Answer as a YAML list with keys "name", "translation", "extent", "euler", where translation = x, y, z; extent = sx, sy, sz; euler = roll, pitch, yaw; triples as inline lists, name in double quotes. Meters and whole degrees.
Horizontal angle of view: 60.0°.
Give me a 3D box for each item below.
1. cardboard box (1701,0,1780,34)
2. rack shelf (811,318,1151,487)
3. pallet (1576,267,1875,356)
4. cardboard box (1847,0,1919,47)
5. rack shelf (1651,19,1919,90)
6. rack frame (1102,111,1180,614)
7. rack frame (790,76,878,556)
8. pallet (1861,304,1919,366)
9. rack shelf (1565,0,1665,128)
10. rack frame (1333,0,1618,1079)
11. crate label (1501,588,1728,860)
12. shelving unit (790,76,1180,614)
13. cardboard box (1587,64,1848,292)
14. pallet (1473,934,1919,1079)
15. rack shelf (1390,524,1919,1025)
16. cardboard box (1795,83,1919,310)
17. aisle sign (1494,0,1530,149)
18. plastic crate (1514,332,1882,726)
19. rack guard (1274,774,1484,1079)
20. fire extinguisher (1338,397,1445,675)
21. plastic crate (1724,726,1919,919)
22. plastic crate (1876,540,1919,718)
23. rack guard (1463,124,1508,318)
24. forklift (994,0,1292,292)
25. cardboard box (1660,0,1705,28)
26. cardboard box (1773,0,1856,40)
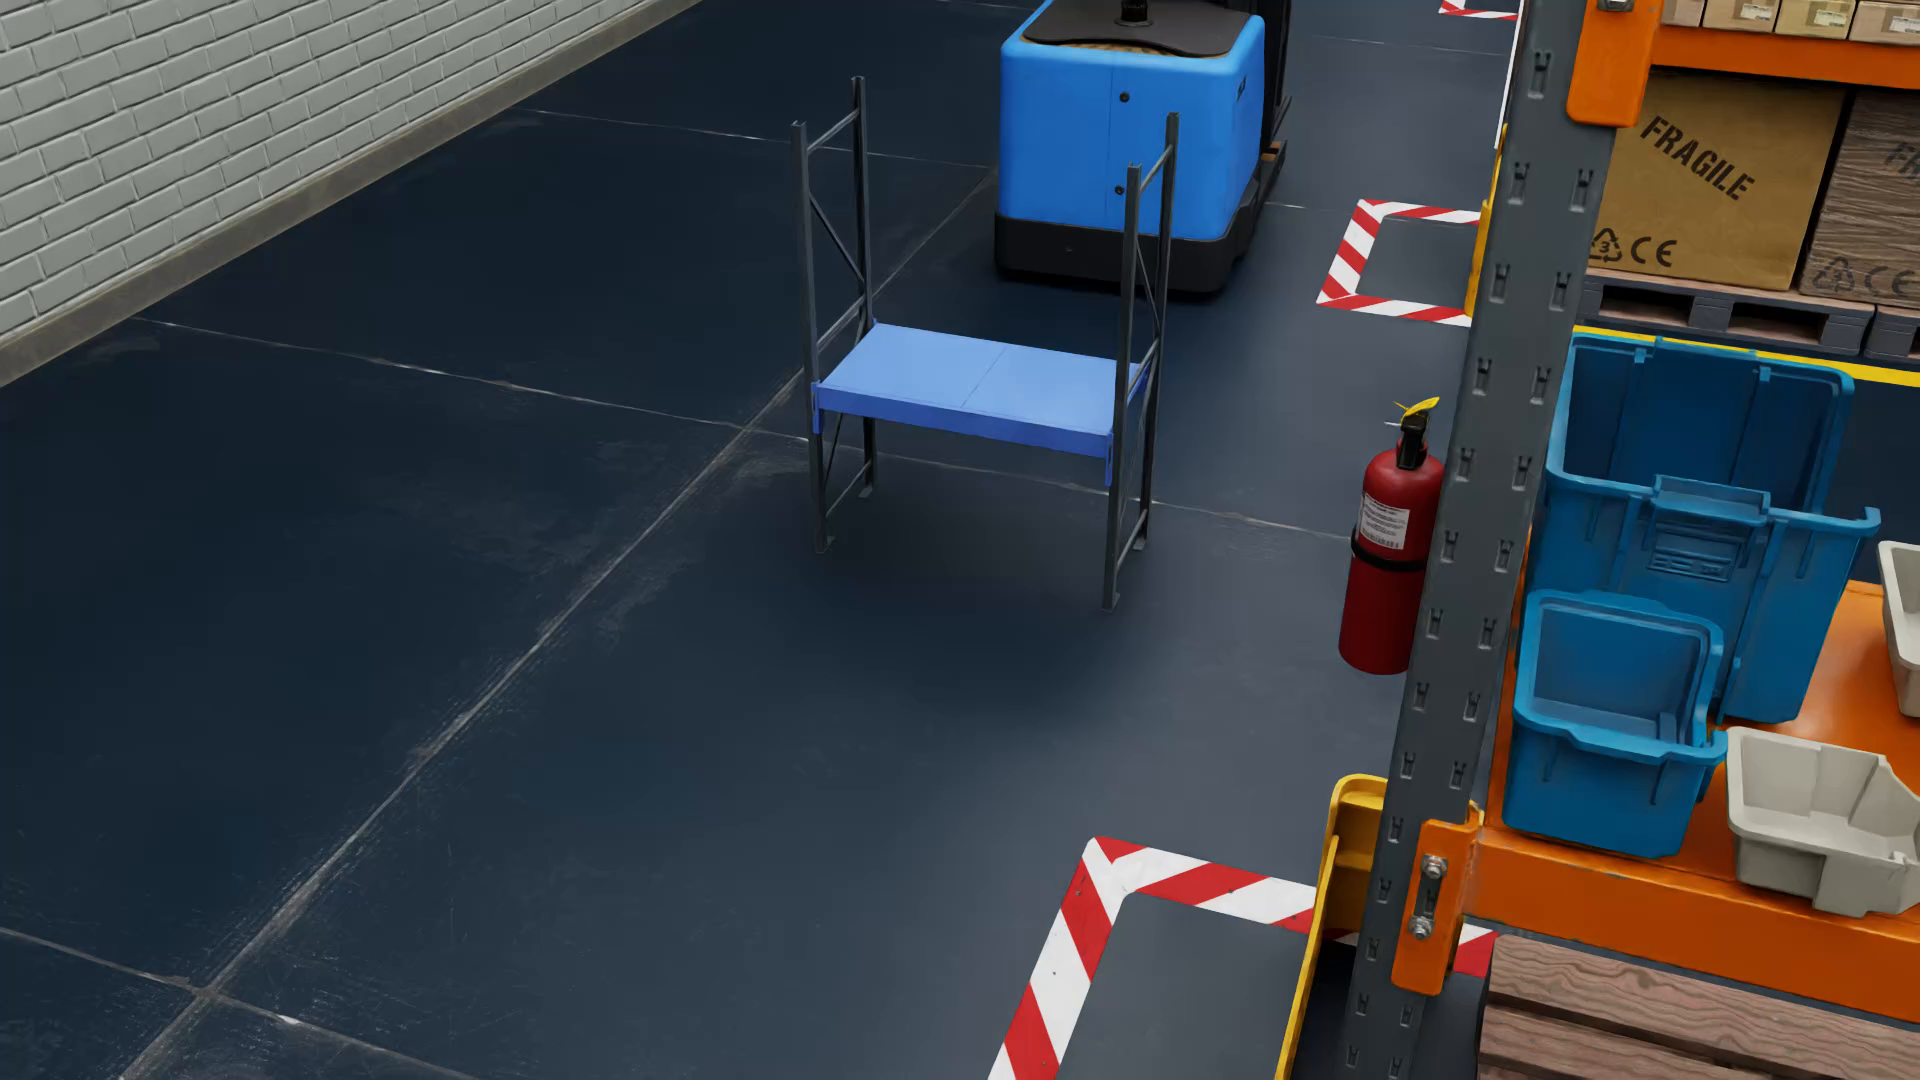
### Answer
- name: "cardboard box"
  translation: [3.037, -2.108, 6.482]
  extent: [0.250, 0.149, 0.380]
  euler: [11, 34, 16]
- name: "rack shelf"
  translation: [0.080, -0.463, 5.417]
  extent: [1.000, 0.185, 0.538]
  euler: [11, 34, 16]
- name: "pallet"
  translation: [3.351, -1.216, 7.438]
  extent: [1.213, 0.211, 1.003]
  euler: [11, 34, 16]
- name: "cardboard box"
  translation: [3.524, -2.015, 6.336]
  extent: [0.250, 0.149, 0.380]
  euler: [10, 34, 16]
- name: "rack shelf"
  translation: [4.454, -1.825, 6.475]
  extent: [4.000, 0.370, 1.077]
  euler: [11, 34, 16]
- name: "rack frame"
  translation: [0.559, -0.521, 5.175]
  extent: [0.032, 1.500, 0.500]
  euler: [11, 34, 16]
- name: "rack frame"
  translation: [-0.398, -0.708, 5.463]
  extent: [0.032, 1.500, 0.500]
  euler: [11, 34, 16]
- name: "pallet"
  translation: [4.495, -0.992, 7.091]
  extent: [1.213, 0.211, 1.003]
  euler: [11, 34, 16]
- name: "rack shelf"
  translation: [2.783, -0.556, 1.744]
  extent: [4.000, 0.370, 1.077]
  euler: [11, 34, 16]
- name: "rack frame"
  translation: [0.901, 0.035, 2.930]
  extent: [0.127, 3.000, 1.000]
  euler: [11, 34, 16]
- name: "crate label"
  translation: [1.022, 0.294, 2.628]
  extent: [0.303, 0.233, 0.416]
  euler: [11, 34, 16]
- name: "shelving unit"
  translation: [0.080, -0.614, 5.319]
  extent: [1.048, 1.500, 0.538]
  euler: [11, 34, 16]
- name: "cardboard box"
  translation: [3.201, -1.701, 7.191]
  extent: [0.875, 0.875, 0.875]
  euler: [11, 34, 16]
- name: "pallet"
  translation: [1.664, 1.378, 3.422]
  extent: [1.213, 0.211, 1.003]
  euler: [11, 34, 16]
- name: "rack shelf"
  translation: [2.783, 0.704, 2.558]
  extent: [4.000, 0.370, 1.077]
  euler: [11, 34, 16]
- name: "cardboard box"
  translation: [4.058, -1.535, 6.933]
  extent: [0.875, 0.875, 0.875]
  euler: [11, 34, 16]
- name: "aisle sign"
  translation: [0.733, -0.918, 2.010]
  extent: [0.004, 0.787, 0.394]
  euler: [11, 34, 16]
- name: "plastic crate"
  translation: [1.279, -0.039, 2.957]
  extent: [0.499, 0.435, 0.616]
  euler: [11, 34, 16]
- name: "rack guard"
  translation: [0.874, 1.088, 3.604]
  extent: [0.348, 0.500, 1.175]
  euler: [11, 34, 16]
- name: "fire extinguisher"
  translation: [0.912, -0.035, 3.454]
  extent: [0.183, 0.674, 0.296]
  euler: [11, 34, 16]
- name: "plastic crate"
  translation: [1.296, 0.435, 2.498]
  extent: [0.298, 0.136, 0.250]
  euler: [11, 34, 16]
- name: "plastic crate"
  translation: [1.729, 0.178, 2.897]
  extent: [0.243, 0.136, 0.396]
  euler: [11, 34, 16]
- name: "rack guard"
  translation: [2.549, -1.448, 7.532]
  extent: [0.348, 0.500, 1.175]
  euler: [11, 34, 16]
- name: "forklift"
  translation: [1.082, -3.111, 7.867]
  extent: [1.130, 2.935, 3.031]
  euler: [10, 34, 14]
- name: "cardboard box"
  translation: [2.795, -2.155, 6.553]
  extent: [0.250, 0.149, 0.380]
  euler: [11, 35, 17]
- name: "cardboard box"
  translation: [3.278, -2.062, 6.409]
  extent: [0.250, 0.149, 0.380]
  euler: [10, 34, 15]
